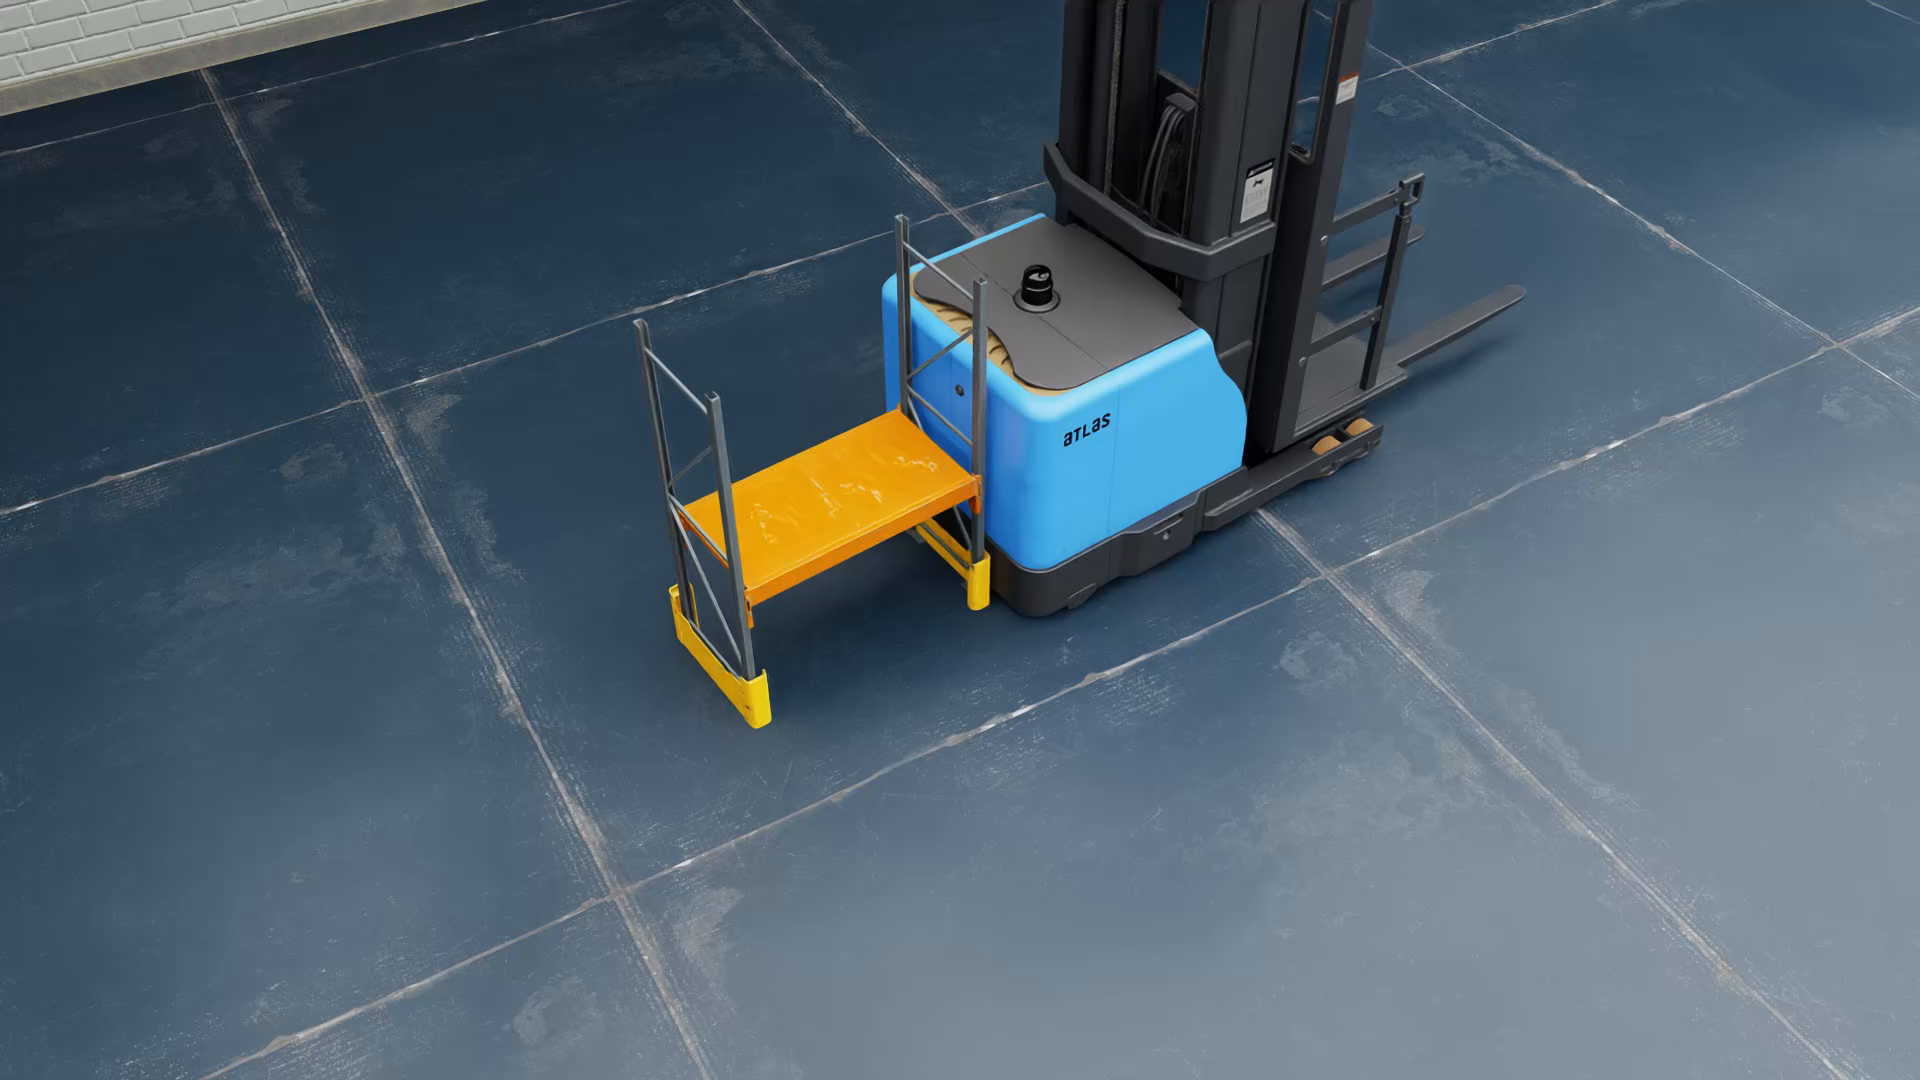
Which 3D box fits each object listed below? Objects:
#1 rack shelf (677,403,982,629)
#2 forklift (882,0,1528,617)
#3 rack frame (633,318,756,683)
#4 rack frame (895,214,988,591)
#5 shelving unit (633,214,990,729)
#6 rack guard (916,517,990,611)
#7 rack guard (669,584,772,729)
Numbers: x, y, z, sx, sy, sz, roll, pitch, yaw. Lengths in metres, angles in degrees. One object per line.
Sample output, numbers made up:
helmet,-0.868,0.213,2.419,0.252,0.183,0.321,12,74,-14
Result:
rack shelf,-0.477,-0.108,6.042,1.000,0.185,0.538,-27,50,-25
forklift,1.180,-1.595,6.289,3.031,2.935,1.130,-27,50,-25
rack frame,-0.887,-0.028,5.701,0.032,1.500,0.500,-27,50,-25
rack frame,-0.067,-0.446,6.133,0.032,1.500,0.500,-27,50,-25
shelving unit,-0.484,-0.233,5.913,1.083,1.500,0.587,-27,50,-25
rack guard,-0.083,0.010,6.560,0.087,0.250,0.587,-27,50,-25
rack guard,-0.886,0.420,6.137,0.087,0.250,0.587,-27,50,-25
